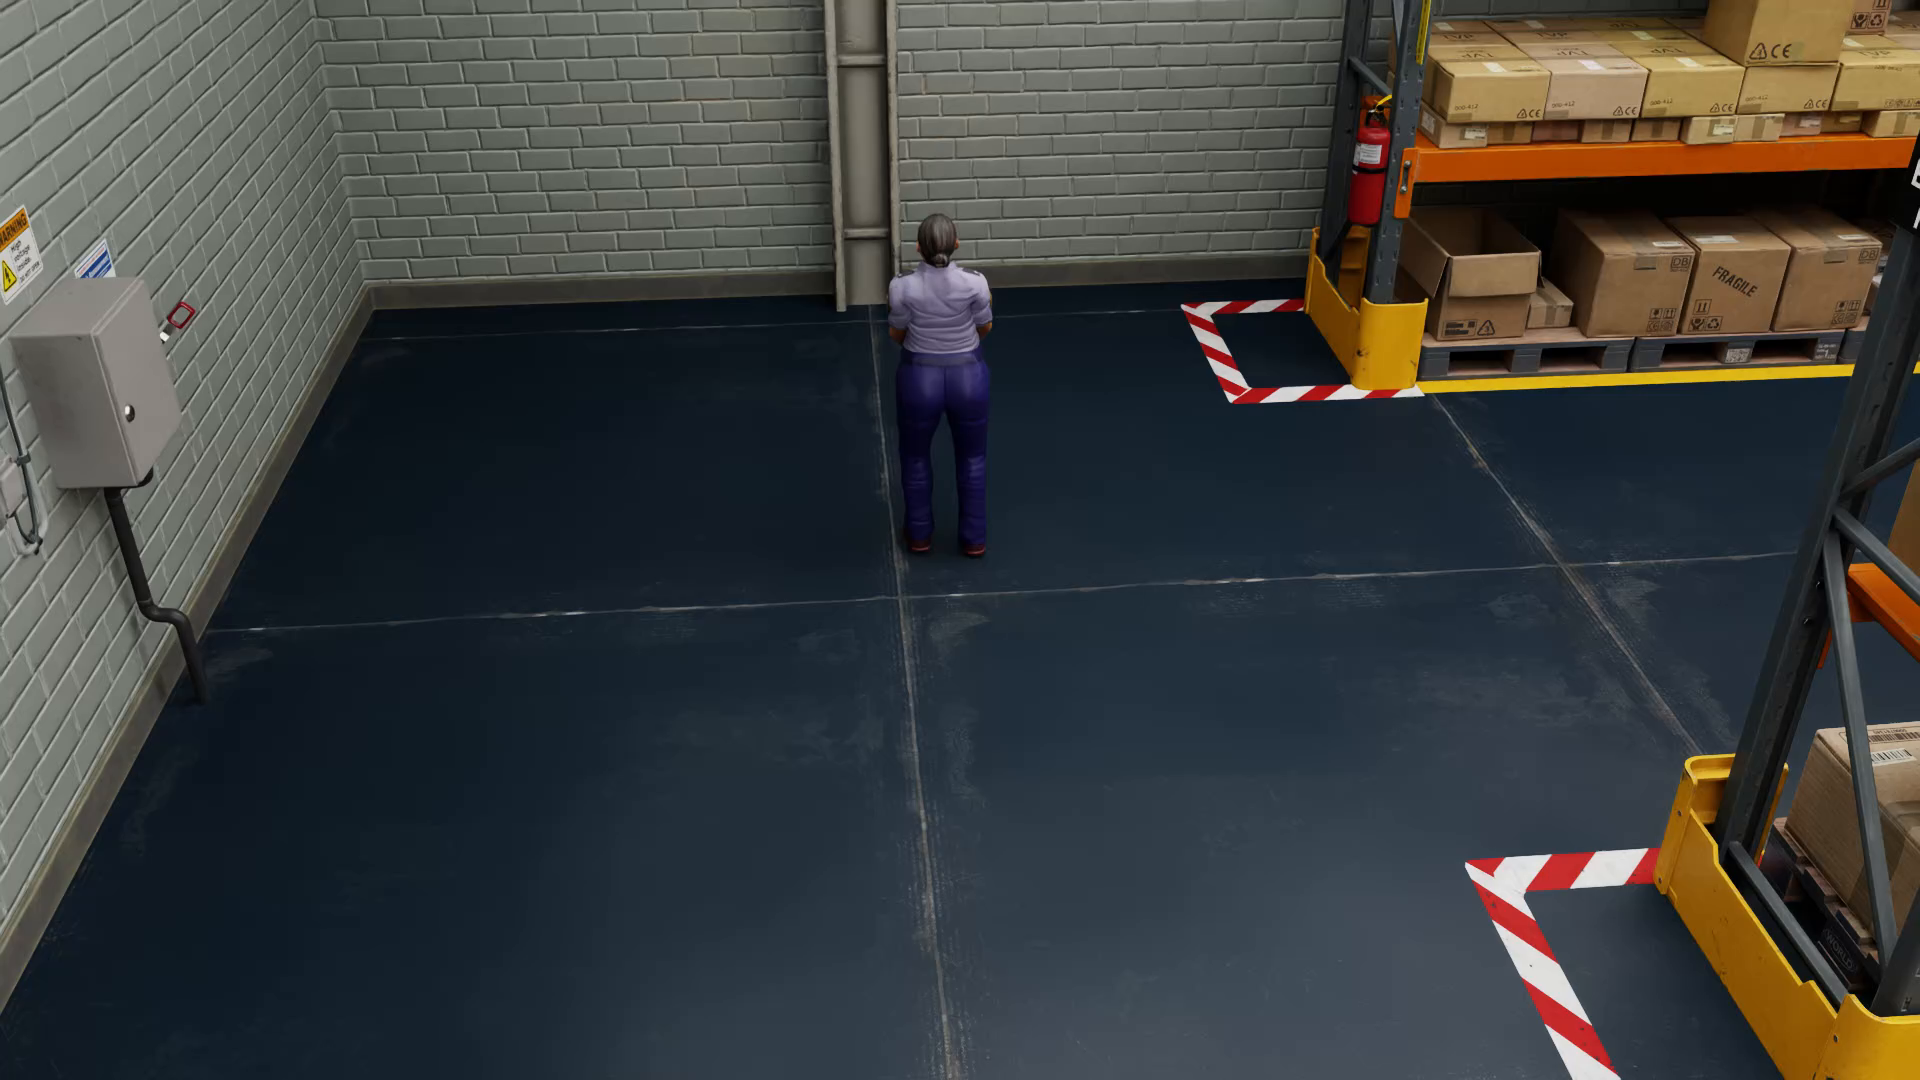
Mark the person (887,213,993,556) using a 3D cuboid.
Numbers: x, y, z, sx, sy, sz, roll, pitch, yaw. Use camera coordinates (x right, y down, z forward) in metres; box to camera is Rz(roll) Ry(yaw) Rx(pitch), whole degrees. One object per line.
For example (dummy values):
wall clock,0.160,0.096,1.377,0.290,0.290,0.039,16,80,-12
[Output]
person,-0.092,-0.704,7.318,0.452,1.634,0.524,-2,31,-4
